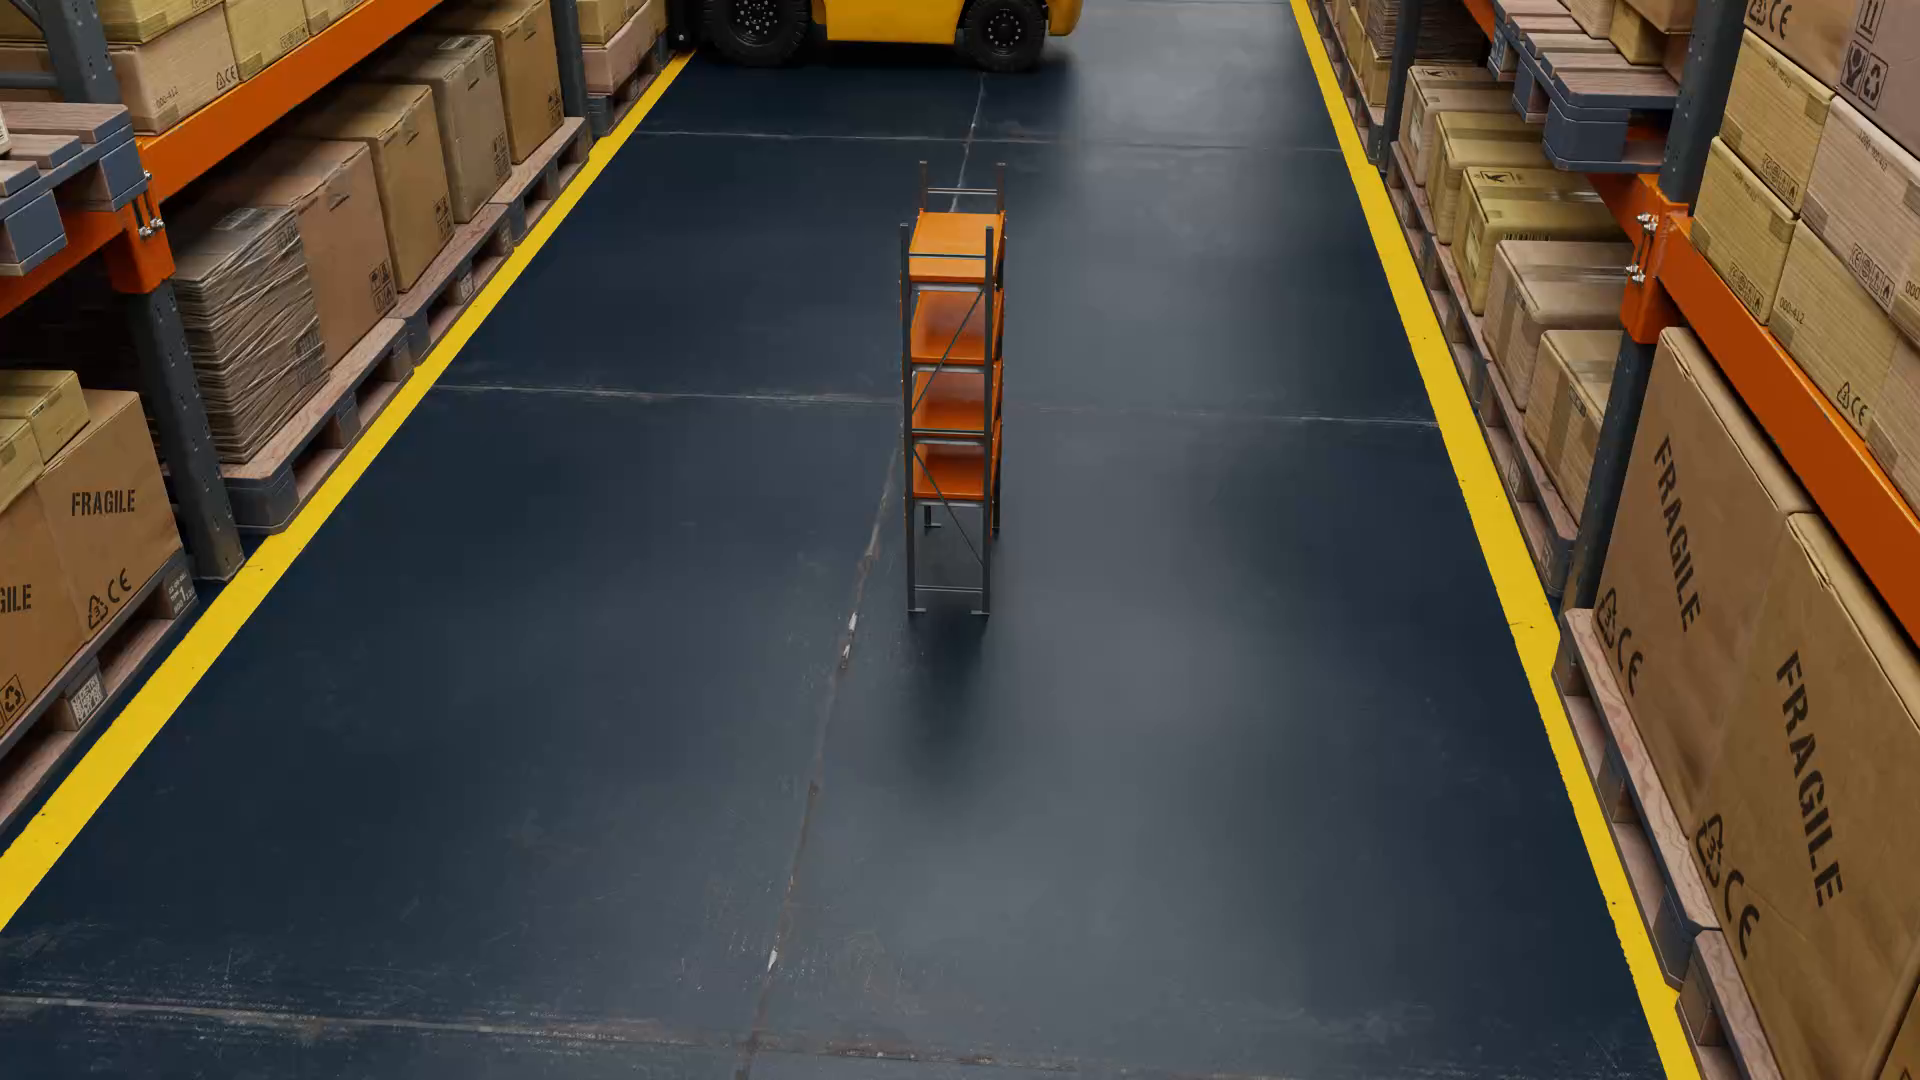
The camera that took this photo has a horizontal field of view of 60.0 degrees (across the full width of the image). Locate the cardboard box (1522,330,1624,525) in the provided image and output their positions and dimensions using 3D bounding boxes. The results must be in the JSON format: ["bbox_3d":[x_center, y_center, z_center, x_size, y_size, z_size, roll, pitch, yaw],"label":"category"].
[{"bbox_3d":[2.296,-0.342,5.050,0.950,0.372,0.625,0,32,1],"label":"cardboard box"}]

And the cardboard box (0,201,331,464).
[{"bbox_3d":[-2.644,-0.690,5.374,0.875,0.625,0.625,3,32,6],"label":"cardboard box"}]

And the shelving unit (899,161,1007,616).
[{"bbox_3d":[-0.013,-0.424,4.795,0.258,1.200,0.503,2,32,4],"label":"shelving unit"}]

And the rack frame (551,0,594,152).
[{"bbox_3d":[-2.382,-3.288,7.727,1.000,3.000,0.127,2,32,4],"label":"rack frame"}]

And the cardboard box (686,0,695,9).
[{"bbox_3d":[-1.900,-3.336,10.024,0.500,0.250,0.500,3,32,6],"label":"cardboard box"}]

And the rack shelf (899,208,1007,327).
[{"bbox_3d":[-0.013,-0.759,4.589,0.258,0.148,0.480,2,32,4],"label":"rack shelf"}]

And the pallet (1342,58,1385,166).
[{"bbox_3d":[2.585,-2.244,8.690,1.003,0.211,1.213,2,32,4],"label":"pallet"}]

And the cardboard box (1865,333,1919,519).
[{"bbox_3d":[1.876,-0.134,2.752,0.500,0.250,0.500,3,32,6],"label":"cardboard box"}]

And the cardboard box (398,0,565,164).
[{"bbox_3d":[-2.414,-2.183,7.796,0.875,0.625,0.625,4,32,6],"label":"cardboard box"}]

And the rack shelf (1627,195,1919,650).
[{"bbox_3d":[2.077,0.365,2.484,1.077,0.370,4.000,2,32,4],"label":"rack shelf"}]

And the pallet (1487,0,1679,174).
[{"bbox_3d":[2.191,-1.282,4.655,1.213,0.211,1.003,2,32,4],"label":"pallet"}]

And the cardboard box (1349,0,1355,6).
[{"bbox_3d":[2.426,-3.260,9.186,0.500,0.500,0.500,4,32,7],"label":"cardboard box"}]

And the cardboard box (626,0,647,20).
[{"bbox_3d":[-1.996,-3.013,9.024,0.500,0.250,0.500,2,32,4],"label":"cardboard box"}]

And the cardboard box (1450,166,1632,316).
[{"bbox_3d":[2.415,-1.124,6.320,0.950,0.372,0.625,3,32,6],"label":"cardboard box"}]

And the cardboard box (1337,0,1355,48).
[{"bbox_3d":[2.425,-2.952,9.401,0.500,0.250,0.500,3,32,5],"label":"cardboard box"}]

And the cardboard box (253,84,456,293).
[{"bbox_3d":[-2.544,-1.384,6.500,0.875,0.625,0.625,1,32,2],"label":"cardboard box"}]

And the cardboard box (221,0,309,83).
[{"bbox_3d":[-2.382,-1.617,5.158,0.500,0.250,0.500,2,32,3],"label":"cardboard box"}]

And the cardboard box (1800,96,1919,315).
[{"bbox_3d":[1.909,-0.611,3.049,0.500,0.250,0.500,3,32,5],"label":"cardboard box"}]

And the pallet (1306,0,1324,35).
[{"bbox_3d":[2.783,-3.520,10.760,1.003,0.211,1.213,2,32,4],"label":"pallet"}]

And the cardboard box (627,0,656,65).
[{"bbox_3d":[-1.987,-2.802,9.158,0.500,0.250,0.500,2,32,3],"label":"cardboard box"}]

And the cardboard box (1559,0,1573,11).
[{"bbox_3d":[1.986,-1.648,4.905,0.380,0.149,0.250,1,32,2],"label":"cardboard box"}]

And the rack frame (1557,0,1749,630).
[{"bbox_3d":[2.240,-0.987,3.992,1.000,3.000,0.127,2,32,4],"label":"rack frame"}]

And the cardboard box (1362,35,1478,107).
[{"bbox_3d":[2.345,-2.407,8.518,0.500,0.250,0.500,4,32,6],"label":"cardboard box"}]

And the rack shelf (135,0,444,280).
[{"bbox_3d":[-2.545,-1.936,6.219,1.077,0.370,4.000,2,32,4],"label":"rack shelf"}]

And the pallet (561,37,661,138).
[{"bbox_3d":[-2.276,-2.515,9.130,1.003,0.211,1.213,2,32,4],"label":"pallet"}]

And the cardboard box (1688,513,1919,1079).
[{"bbox_3d":[2.024,0.563,3.103,0.875,0.875,0.875,3,32,5],"label":"cardboard box"}]

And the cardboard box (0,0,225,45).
[{"bbox_3d":[-2.403,-1.566,4.599,0.500,0.250,0.500,2,32,4],"label":"cardboard box"}]

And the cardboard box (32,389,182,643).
[{"bbox_3d":[-2.528,-0.081,4.505,0.500,0.500,0.500,3,32,5],"label":"cardboard box"}]

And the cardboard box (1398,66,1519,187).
[{"bbox_3d":[2.525,-1.864,7.520,0.950,0.372,0.625,3,32,5],"label":"cardboard box"}]

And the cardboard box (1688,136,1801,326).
[{"bbox_3d":[1.949,-0.678,3.634,0.500,0.250,0.500,2,32,3],"label":"cardboard box"}]

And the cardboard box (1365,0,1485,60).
[{"bbox_3d":[2.346,-2.727,8.321,0.500,0.500,0.500,2,32,3],"label":"cardboard box"}]

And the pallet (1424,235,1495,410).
[{"bbox_3d":[2.407,-0.844,6.419,1.003,0.211,1.213,2,32,4],"label":"pallet"}]

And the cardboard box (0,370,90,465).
[{"bbox_3d":[-2.496,-0.319,4.272,0.380,0.149,0.250,1,32,2],"label":"cardboard box"}]

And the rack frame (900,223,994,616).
[{"bbox_3d":[-0.033,-0.297,4.588,0.240,1.200,0.015,2,32,4],"label":"rack frame"}]

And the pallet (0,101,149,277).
[{"bbox_3d":[-2.693,-0.758,3.803,1.213,0.211,1.003,2,32,4],"label":"pallet"}]

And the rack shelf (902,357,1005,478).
[{"bbox_3d":[-0.013,-0.367,4.830,0.258,0.148,0.480,2,32,4],"label":"rack shelf"}]

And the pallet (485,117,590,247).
[{"bbox_3d":[-2.403,-1.714,7.831,1.003,0.211,1.213,2,32,4],"label":"pallet"}]

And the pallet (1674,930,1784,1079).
[{"bbox_3d":[1.998,1.246,3.028,1.003,0.211,1.213,2,32,4],"label":"pallet"}]

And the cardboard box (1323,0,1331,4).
[{"bbox_3d":[2.501,-3.502,10.293,0.500,0.250,0.500,4,32,6],"label":"cardboard box"}]

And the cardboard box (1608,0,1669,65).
[{"bbox_3d":[1.981,-1.383,4.475,0.380,0.149,0.250,3,32,5],"label":"cardboard box"}]

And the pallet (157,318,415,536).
[{"bbox_3d":[-2.602,-0.439,5.760,1.003,0.211,1.213,2,32,4],"label":"pallet"}]

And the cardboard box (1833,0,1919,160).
[{"bbox_3d":[1.925,-0.948,2.880,0.500,0.500,0.500,3,32,4],"label":"cardboard box"}]
